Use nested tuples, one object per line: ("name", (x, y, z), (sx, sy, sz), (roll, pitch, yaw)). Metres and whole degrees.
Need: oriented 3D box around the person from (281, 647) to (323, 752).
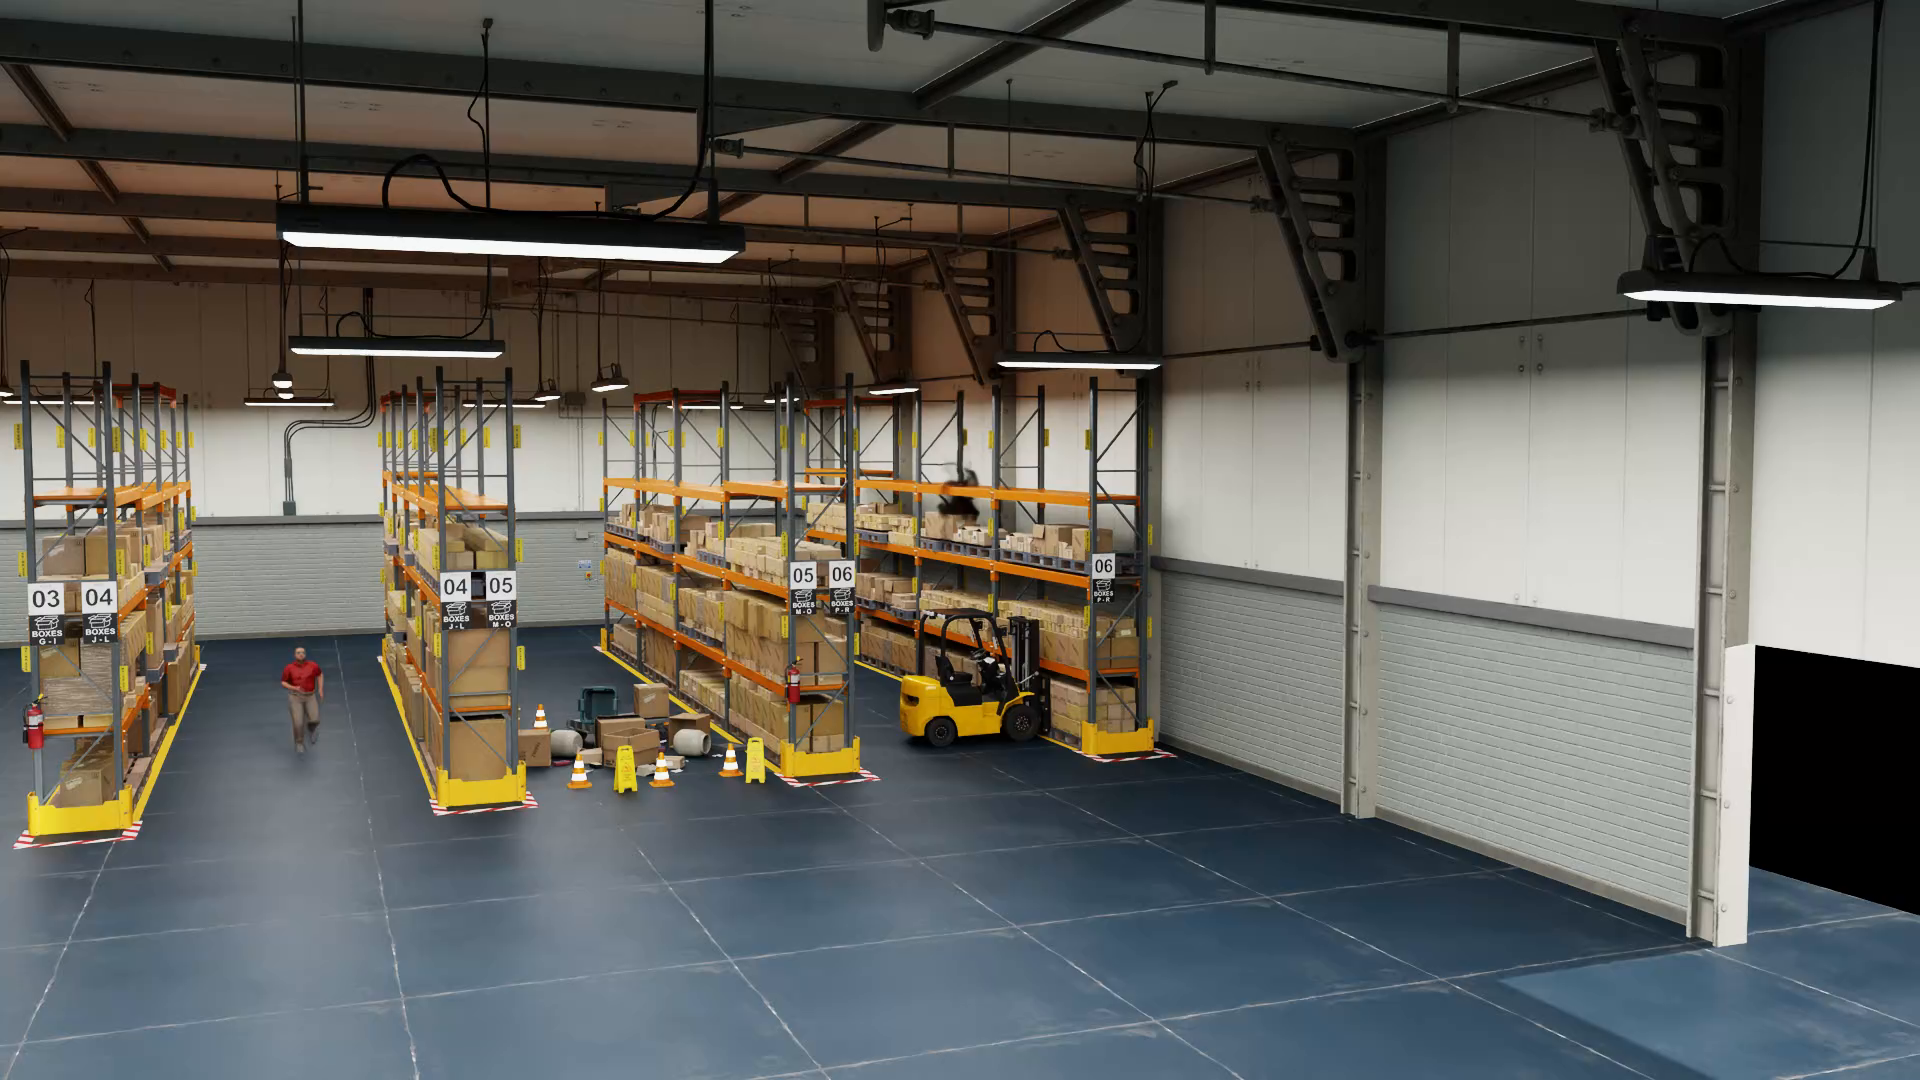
("person", (-10.529, 2.570, 26.689), (0.657, 1.685, 0.587), (-2, 4, -33))
